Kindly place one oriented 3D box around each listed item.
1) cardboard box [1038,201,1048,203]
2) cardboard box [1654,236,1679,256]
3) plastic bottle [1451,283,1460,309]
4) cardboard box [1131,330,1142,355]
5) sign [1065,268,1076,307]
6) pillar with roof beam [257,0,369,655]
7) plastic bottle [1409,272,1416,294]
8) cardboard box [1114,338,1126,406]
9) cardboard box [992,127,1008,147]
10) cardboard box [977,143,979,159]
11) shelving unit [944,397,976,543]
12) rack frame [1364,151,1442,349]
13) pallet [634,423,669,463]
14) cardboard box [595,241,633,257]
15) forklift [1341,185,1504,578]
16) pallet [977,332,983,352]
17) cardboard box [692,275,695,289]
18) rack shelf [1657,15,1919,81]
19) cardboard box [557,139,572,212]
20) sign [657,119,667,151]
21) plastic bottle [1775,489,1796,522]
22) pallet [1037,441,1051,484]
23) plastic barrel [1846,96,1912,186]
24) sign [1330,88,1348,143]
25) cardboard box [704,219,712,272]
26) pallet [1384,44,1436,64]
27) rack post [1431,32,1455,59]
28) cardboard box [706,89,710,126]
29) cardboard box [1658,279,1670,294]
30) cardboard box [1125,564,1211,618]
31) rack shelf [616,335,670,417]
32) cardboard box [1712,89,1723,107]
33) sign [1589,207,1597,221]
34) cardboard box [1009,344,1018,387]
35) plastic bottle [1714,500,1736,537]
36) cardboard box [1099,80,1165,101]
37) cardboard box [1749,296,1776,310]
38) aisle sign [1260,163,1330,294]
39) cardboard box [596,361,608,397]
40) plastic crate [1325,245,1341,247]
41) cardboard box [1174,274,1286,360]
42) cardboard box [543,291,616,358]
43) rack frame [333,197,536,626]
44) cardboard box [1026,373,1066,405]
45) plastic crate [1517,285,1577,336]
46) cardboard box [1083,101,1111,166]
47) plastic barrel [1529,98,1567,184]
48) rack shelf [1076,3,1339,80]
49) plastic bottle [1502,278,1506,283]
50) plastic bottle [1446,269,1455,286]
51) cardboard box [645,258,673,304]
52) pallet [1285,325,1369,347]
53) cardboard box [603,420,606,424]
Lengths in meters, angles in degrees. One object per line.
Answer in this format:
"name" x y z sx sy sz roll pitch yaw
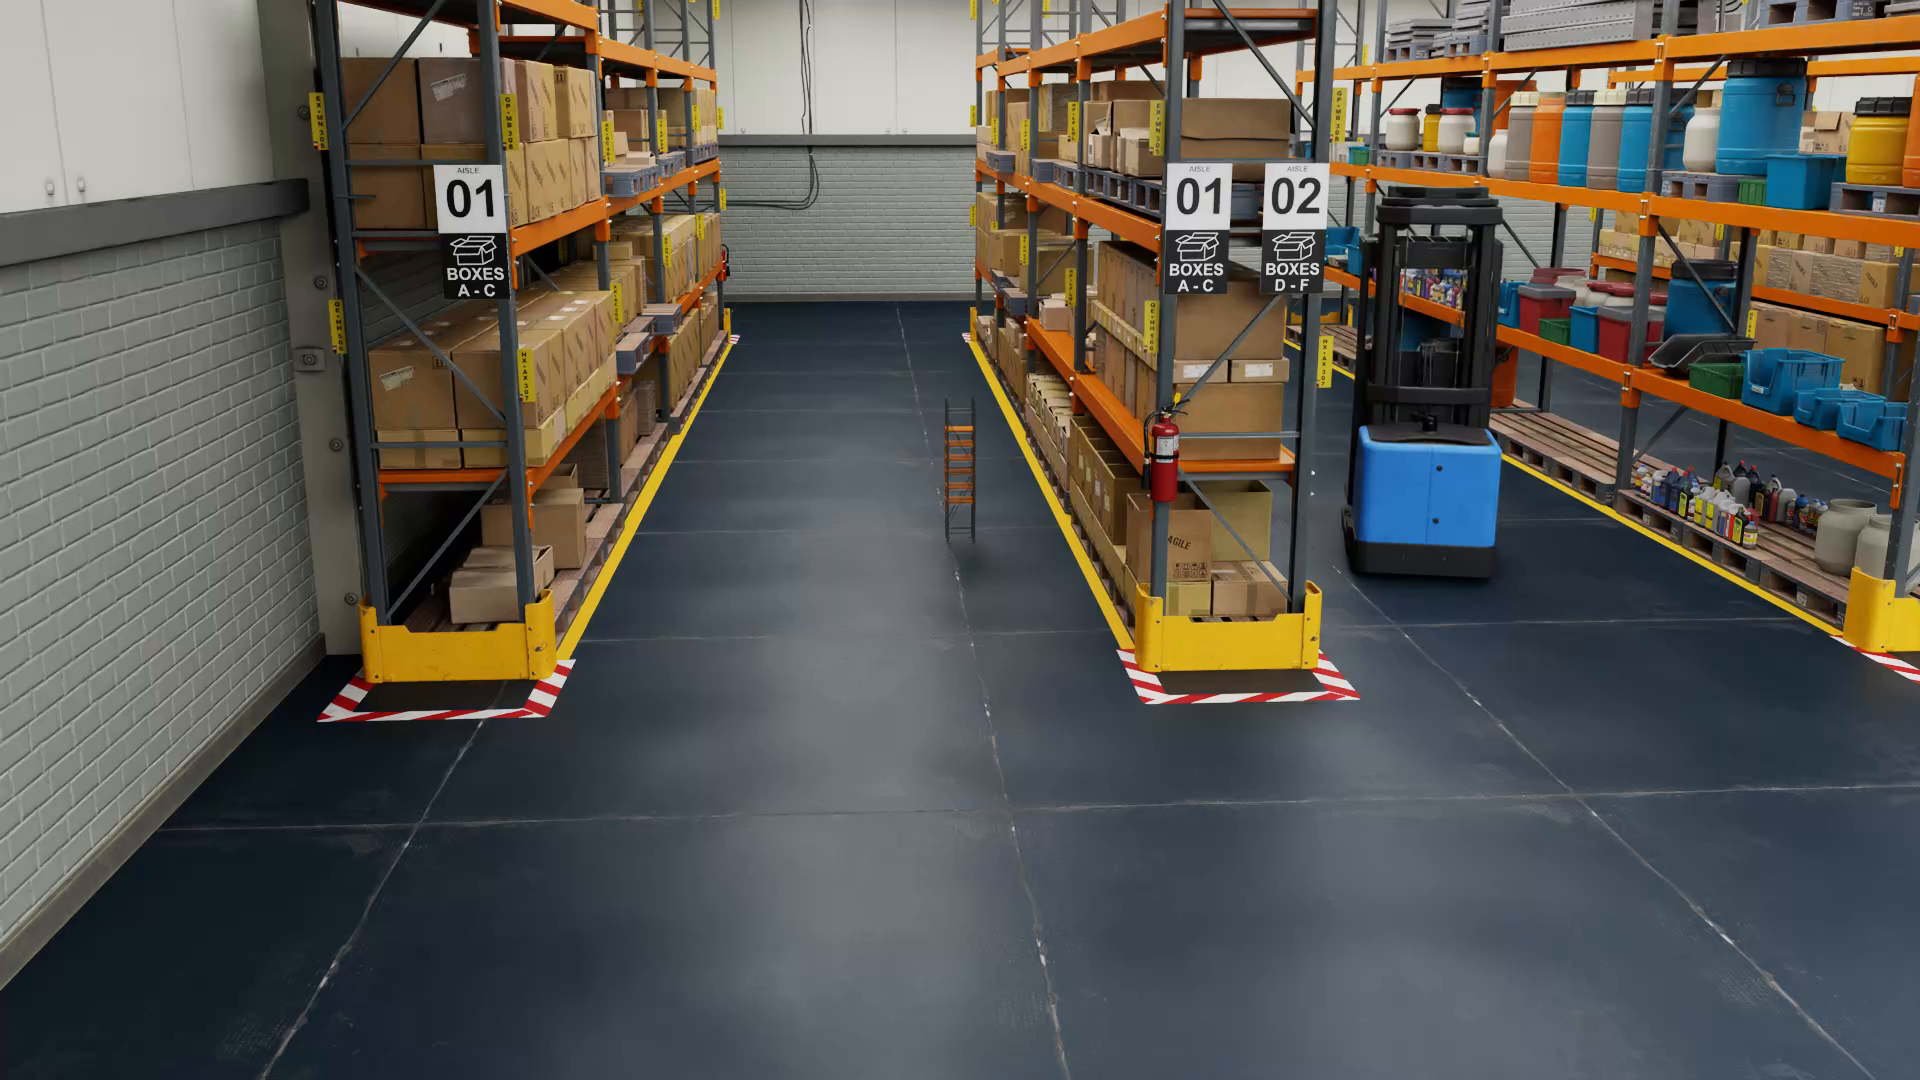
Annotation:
"cardboard box" 1.217 -4.425 22.999 0.500 0.500 0.500 -1 14 -5
"cardboard box" 10.502 -4.354 24.631 0.500 0.250 0.500 -1 14 -5
"plastic bottle" 5.725 -2.818 19.195 0.061 0.283 0.133 -1 14 -3
"cardboard box" 1.446 -1.435 12.082 0.380 0.149 0.250 0 14 -2
"sign" 0.953 -2.165 14.255 0.100 0.325 0.005 -1 14 -3
"pillar with roof beam" 0.187 -3.714 10.400 9.100 9.000 0.400 -1 14 -3
"plastic bottle" 5.648 -3.194 20.677 0.097 0.271 0.097 0 14 0
"cardboard box" 1.594 -1.335 12.996 0.700 0.500 0.500 -1 14 -3
"cardboard box" 0.697 -5.382 22.201 0.500 0.250 0.500 -1 14 -3
"cardboard box" 0.528 -5.886 25.164 0.500 0.250 0.500 -1 14 -3
"shelving unit" 0.001 -0.577 13.863 0.258 1.200 0.189 -1 14 -3
"rack frame" 5.942 -3.718 22.458 1.000 3.000 0.127 -1 14 -3
"pallet" -3.651 -1.026 17.589 1.003 0.211 1.213 -1 14 -3
"cardboard box" -3.647 -3.061 17.518 0.380 0.149 0.250 -3 15 -11
"forklift" 3.823 -1.451 13.784 1.130 2.935 3.031 3 15 10
"pallet" 0.805 -3.070 25.534 1.003 0.211 1.213 -1 14 -3
"cardboard box" -3.603 -3.311 21.340 0.380 0.149 0.250 -1 14 -2
"rack shelf" 6.561 -3.595 12.184 1.077 0.370 4.000 -1 14 -3
"cardboard box" -3.062 -2.575 11.754 0.500 0.500 0.500 0 14 0
"sign" -3.157 -4.282 17.590 0.100 0.325 0.005 -1 14 -3
"plastic bottle" 6.803 -0.298 13.750 0.152 0.276 0.135 -1 14 -2
"pallet" 1.330 -0.790 16.671 1.003 0.211 1.213 -1 14 -3
"plastic barrel" 6.488 -2.763 11.504 0.600 0.588 0.600 0 14 0
"sign" 2.296 -2.580 10.100 0.100 0.325 0.005 -1 14 -3
"cardboard box" -4.058 -4.208 23.760 0.980 0.700 0.700 -2 15 -6
"pallet" 6.024 -6.133 20.986 1.003 0.211 1.213 -1 14 -3
"rack post" 6.194 -5.880 19.824 0.937 0.300 0.954 1 14 3
"cardboard box" -3.815 -6.123 23.538 0.500 0.500 0.500 -2 15 -6
"cardboard box" 10.869 -3.358 24.480 0.875 0.875 0.875 -1 14 -3
"cardboard box" 1.413 0.341 11.356 0.500 0.250 0.500 -1 14 -3
"rack shelf" -3.574 -1.725 16.154 1.077 0.370 4.000 -1 14 -3
"cardboard box" 10.834 -6.145 23.120 0.500 0.250 0.500 -2 15 -7
"sign" 10.083 -5.240 26.476 0.100 0.325 0.005 -1 14 -3
"cardboard box" 0.883 -2.139 20.452 0.500 0.500 0.500 -1 14 -6
"plastic bottle" 6.137 -0.175 13.272 0.152 0.276 0.135 -1 14 -5
"cardboard box" 1.495 -3.754 14.530 0.500 0.500 0.500 -1 14 -3
"cardboard box" 10.945 -2.810 22.350 1.225 0.875 0.875 -1 14 -3
"aisle sign" 2.051 -1.906 10.196 0.394 0.787 0.004 -1 14 -3
"cardboard box" -3.096 -1.276 13.225 0.500 0.250 0.500 -1 14 -3
"plastic crate" 5.462 -4.267 24.807 0.416 0.233 0.300 -1 14 -3
"cardboard box" 1.722 -1.465 10.894 0.700 0.500 0.500 -1 14 -3
"cardboard box" -3.113 -1.763 13.615 0.500 0.500 0.500 -1 14 -4
"rack frame" -3.203 -0.581 10.265 1.000 3.000 0.127 -1 14 -3
"cardboard box" 0.985 -1.657 17.995 0.500 0.311 0.500 0 14 -2
"plastic crate" 5.984 -2.348 17.003 0.402 0.464 0.583 -1 14 -3
"cardboard box" 1.262 -3.296 13.473 0.500 0.500 0.500 0 14 1
"plastic barrel" 6.065 -4.014 16.725 0.600 0.830 0.708 -1 14 -3
"rack shelf" 1.617 -3.519 11.891 1.077 0.370 4.000 -1 14 -3
"plastic bottle" 6.480 -2.986 19.846 0.061 0.283 0.133 -1 14 -3
"plastic bottle" 6.228 -3.307 21.117 0.097 0.271 0.097 0 14 0
"cardboard box" -3.473 -2.897 18.430 0.500 0.500 0.500 0 14 -2
"pallet" 5.706 -3.157 25.873 1.003 0.211 1.213 -1 14 -3
"cardboard box" -3.595 -0.889 15.595 0.700 0.500 0.500 -1 14 -5
